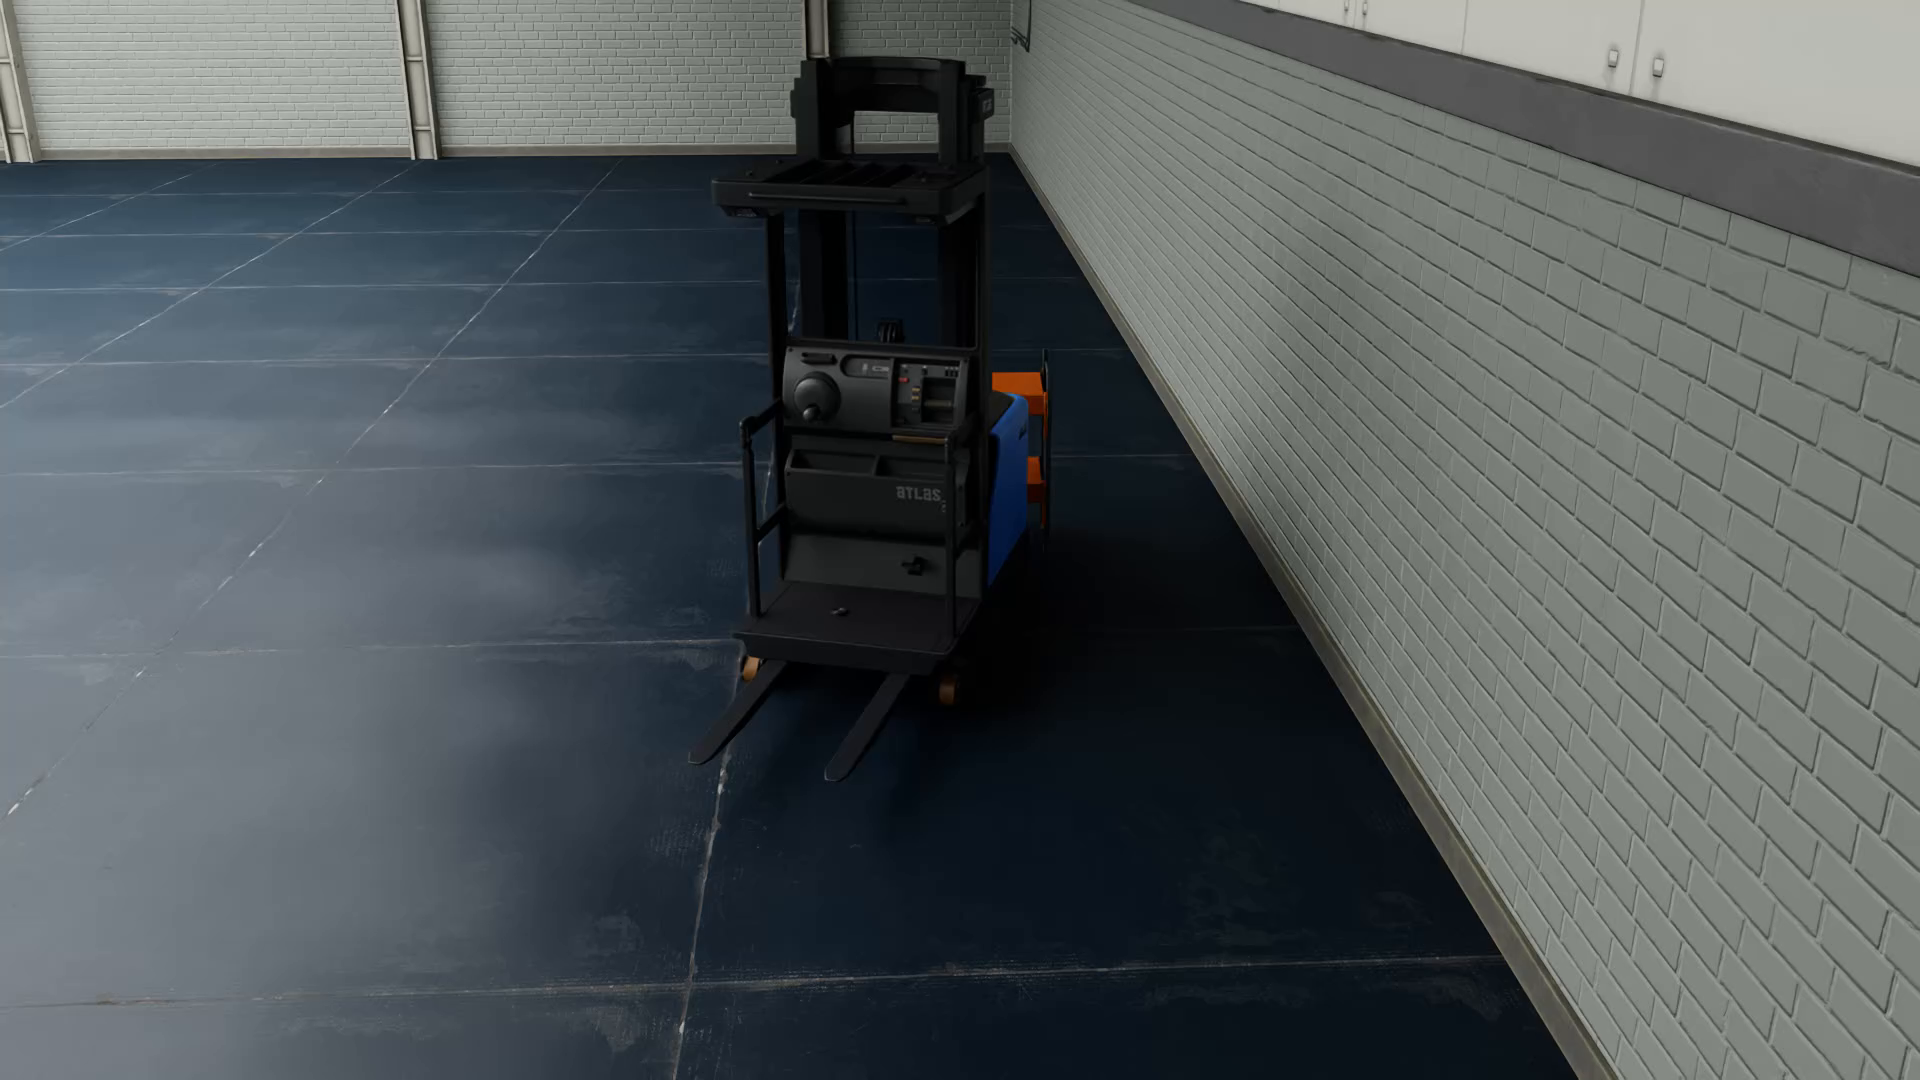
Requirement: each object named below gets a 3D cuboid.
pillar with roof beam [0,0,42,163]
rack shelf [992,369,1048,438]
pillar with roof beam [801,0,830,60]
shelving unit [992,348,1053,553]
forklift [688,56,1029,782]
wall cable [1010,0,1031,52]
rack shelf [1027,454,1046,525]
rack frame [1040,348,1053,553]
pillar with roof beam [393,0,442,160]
[{"bbox_3d":[-13.923,-8.416,19.580,0.400,9.000,9.100,-1,21,-3],"label":"pillar with roof beam"},{"bbox_3d":[0.007,-0.811,9.848,1.000,0.278,0.538,0,21,0],"label":"rack shelf"},{"bbox_3d":[-1.943,-8.660,20.220,0.400,9.000,9.100,-1,21,-3],"label":"pillar with roof beam"},{"bbox_3d":[0.007,-0.537,9.952,1.048,1.125,0.538,0,21,0],"label":"shelving unit"},{"bbox_3d":[-0.459,-0.715,7.879,1.130,2.935,3.031,5,21,13],"label":"forklift"},{"bbox_3d":[0.828,-8.328,23.712,0.112,2.526,3.097,-1,21,-3],"label":"wall cable"},{"bbox_3d":[0.007,-0.309,10.039,1.000,0.278,0.538,0,21,0],"label":"rack shelf"},{"bbox_3d":[0.516,-0.537,9.951,0.032,1.125,0.500,0,21,0],"label":"rack frame"},{"bbox_3d":[-7.933,-8.538,19.900,0.400,9.000,9.100,-1,21,-3],"label":"pillar with roof beam"}]
